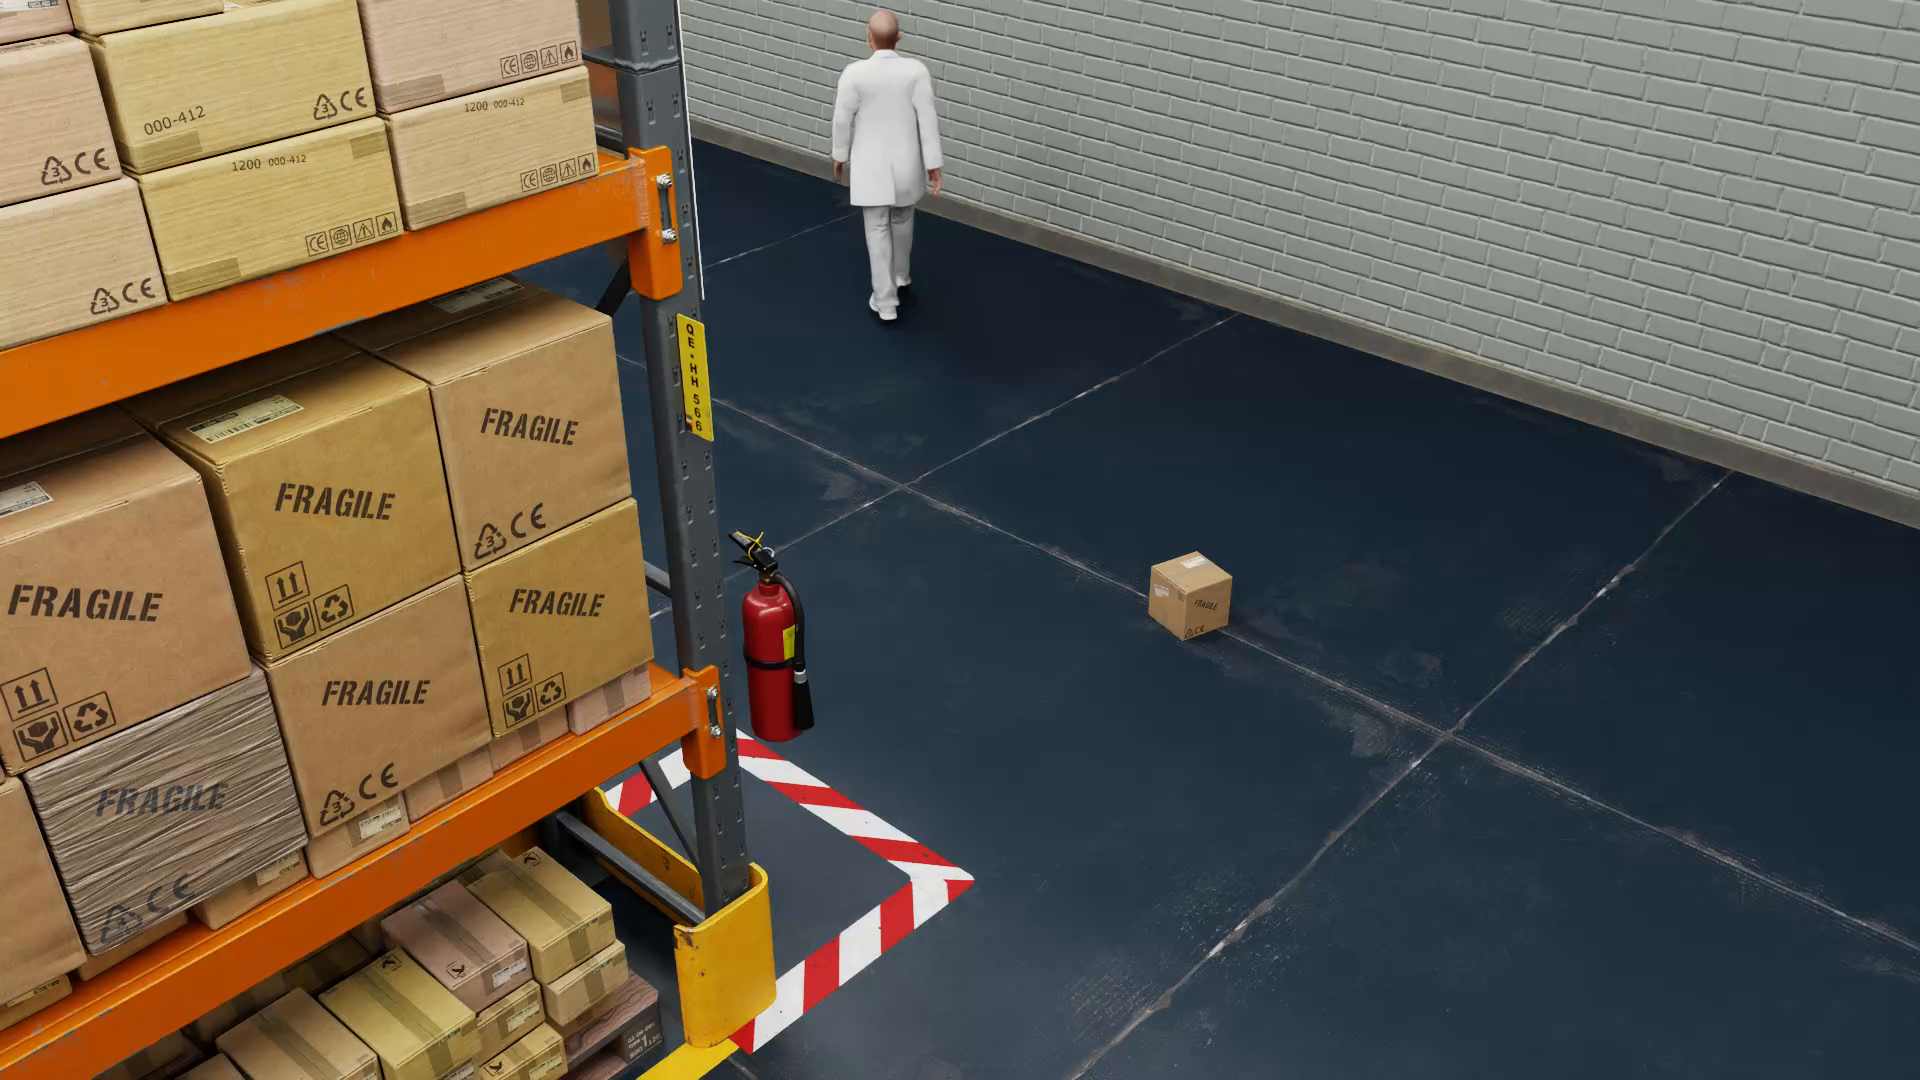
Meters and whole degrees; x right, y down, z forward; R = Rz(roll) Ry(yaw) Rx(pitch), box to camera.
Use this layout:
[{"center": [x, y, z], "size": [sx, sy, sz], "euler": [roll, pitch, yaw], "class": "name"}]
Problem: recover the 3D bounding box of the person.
[{"center": [-0.448, -2.236, 9.883], "size": [0.620, 1.805, 0.806], "euler": [-7, 32, -11], "class": "person"}]
